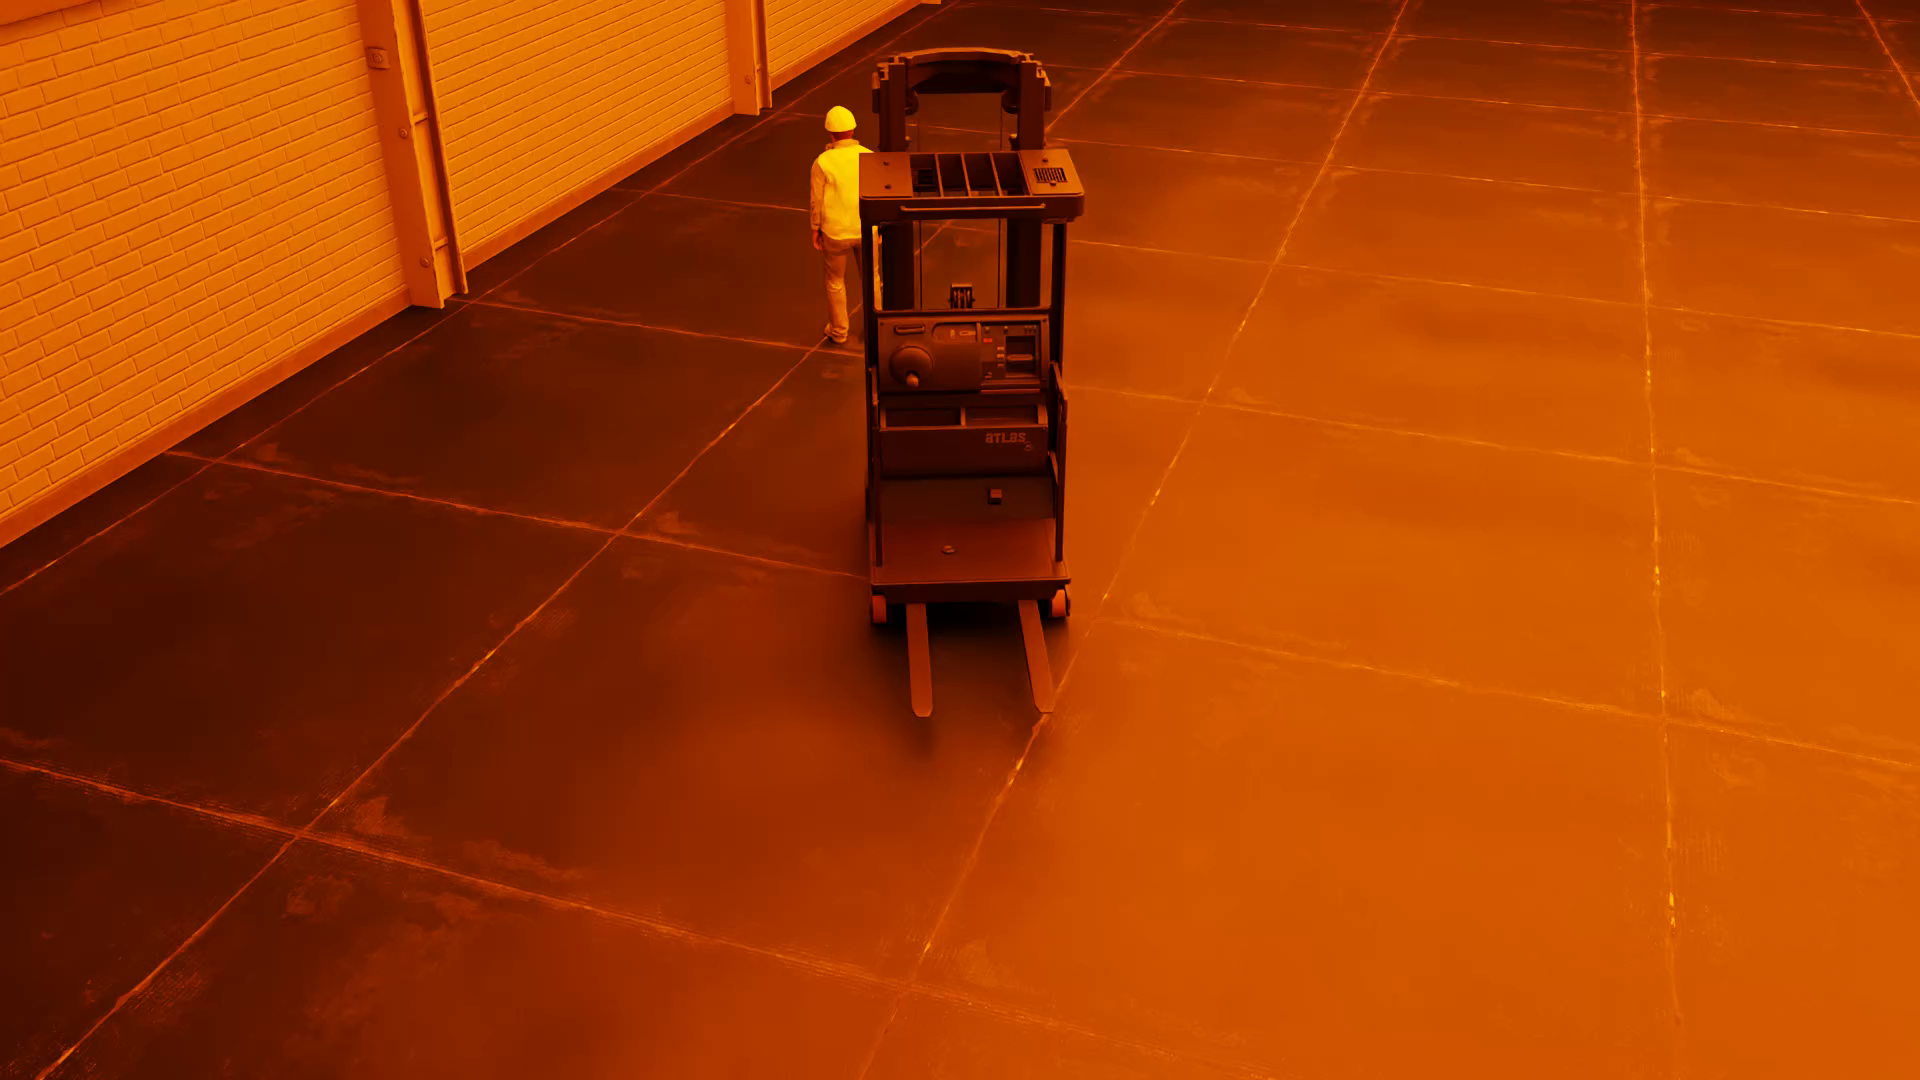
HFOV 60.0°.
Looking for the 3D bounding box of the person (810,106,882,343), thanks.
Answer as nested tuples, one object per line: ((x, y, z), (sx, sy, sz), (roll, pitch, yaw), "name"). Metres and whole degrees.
((-0.833, -2.336, 12.409), (0.580, 1.769, 0.466), (-8, 31, -14), "person")

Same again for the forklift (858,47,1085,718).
((0.035, -0.972, 8.842), (1.130, 2.935, 3.031), (-2, 30, -3), "forklift")
